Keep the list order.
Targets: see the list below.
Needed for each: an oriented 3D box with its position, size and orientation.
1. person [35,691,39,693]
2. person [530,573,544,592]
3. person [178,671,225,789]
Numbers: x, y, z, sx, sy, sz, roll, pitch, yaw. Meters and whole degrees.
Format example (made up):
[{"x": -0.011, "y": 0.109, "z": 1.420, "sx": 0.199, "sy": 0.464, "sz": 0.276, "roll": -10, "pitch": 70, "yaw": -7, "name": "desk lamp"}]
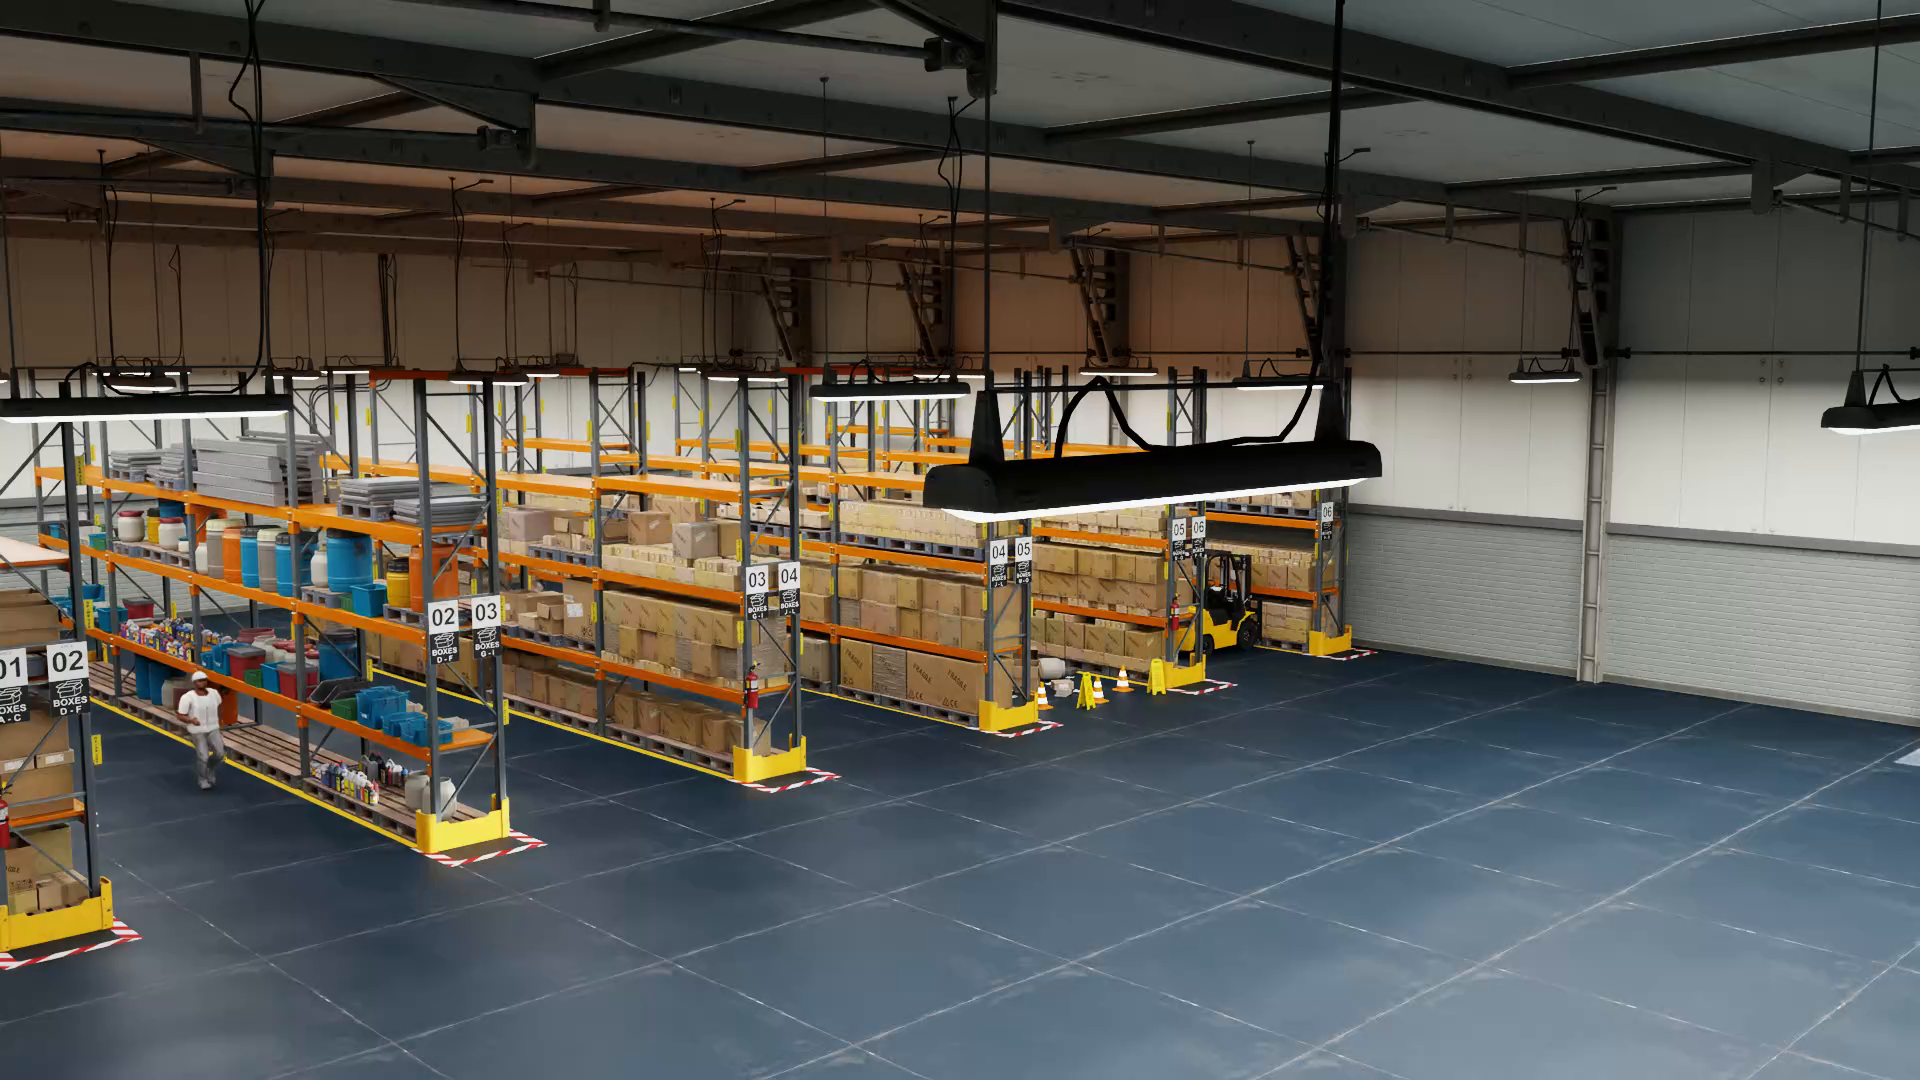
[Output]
[{"x": -15.012, "y": 2.510, "z": 26.589, "sx": 0.581, "sy": 1.676, "sz": 0.662, "roll": 4, "pitch": 8, "yaw": 34, "name": "person"}, {"x": -9.189, "y": 1.470, "z": 35.989, "sx": 0.551, "sy": 1.552, "sz": 0.789, "roll": -5, "pitch": 8, "yaw": -35, "name": "person"}, {"x": -10.906, "y": 2.753, "z": 24.059, "sx": 0.582, "sy": 1.721, "sz": 0.688, "roll": 6, "pitch": 9, "yaw": 43, "name": "person"}]
